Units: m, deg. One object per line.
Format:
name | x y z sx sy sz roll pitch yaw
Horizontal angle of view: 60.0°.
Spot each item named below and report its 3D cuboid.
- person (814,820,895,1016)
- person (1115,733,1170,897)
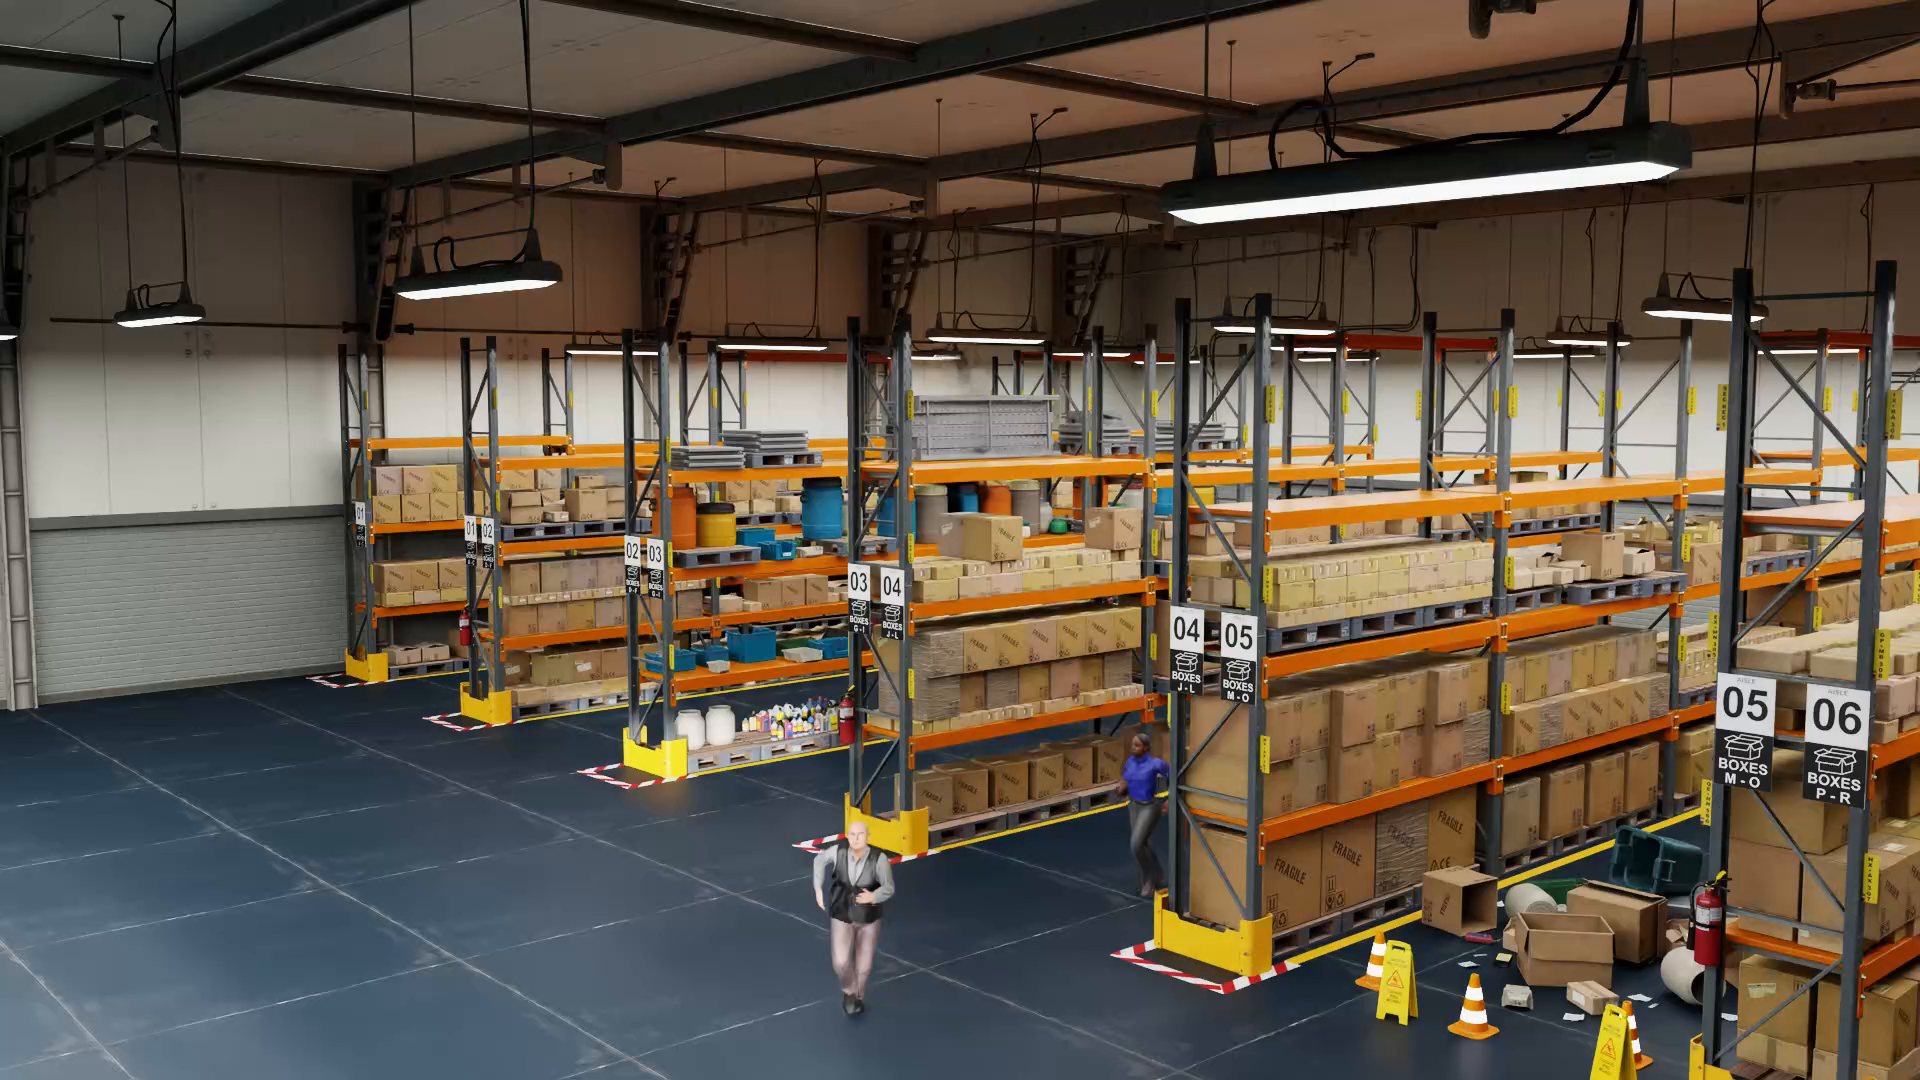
person | -0.869 3.099 13.547 0.690 1.668 0.766 0 5 1
person | 1.887 2.877 17.111 0.713 1.635 0.589 -4 7 -39
